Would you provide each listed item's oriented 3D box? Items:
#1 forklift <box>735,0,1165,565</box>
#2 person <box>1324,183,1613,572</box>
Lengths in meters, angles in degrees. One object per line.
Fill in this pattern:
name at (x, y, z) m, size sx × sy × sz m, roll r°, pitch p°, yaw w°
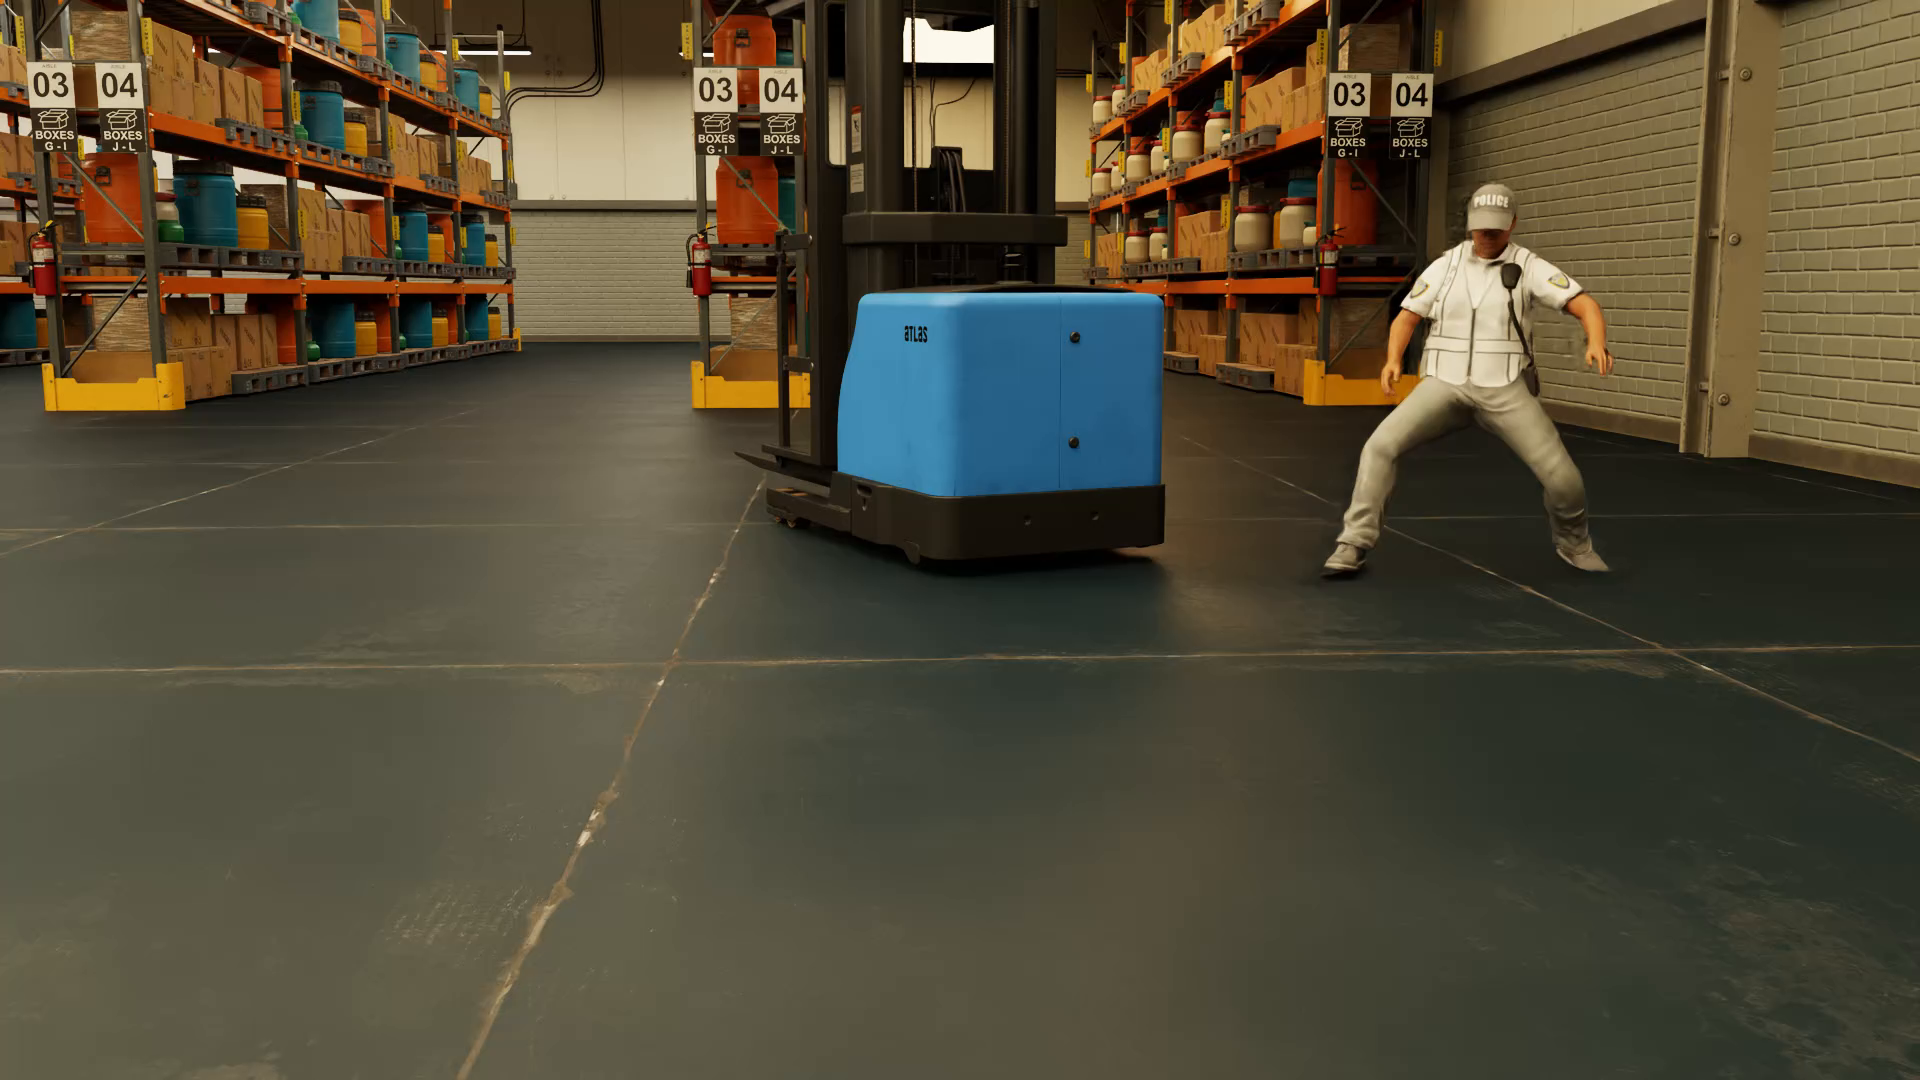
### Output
forklift at (-0.264, -1.530, 7.637) m, size 1.130 × 2.935 × 3.031 m, roll -4°, pitch 9°, yaw -25°
person at (1.994, -0.594, 6.381) m, size 0.976 × 1.519 × 0.916 m, roll 4°, pitch 9°, yaw 25°
